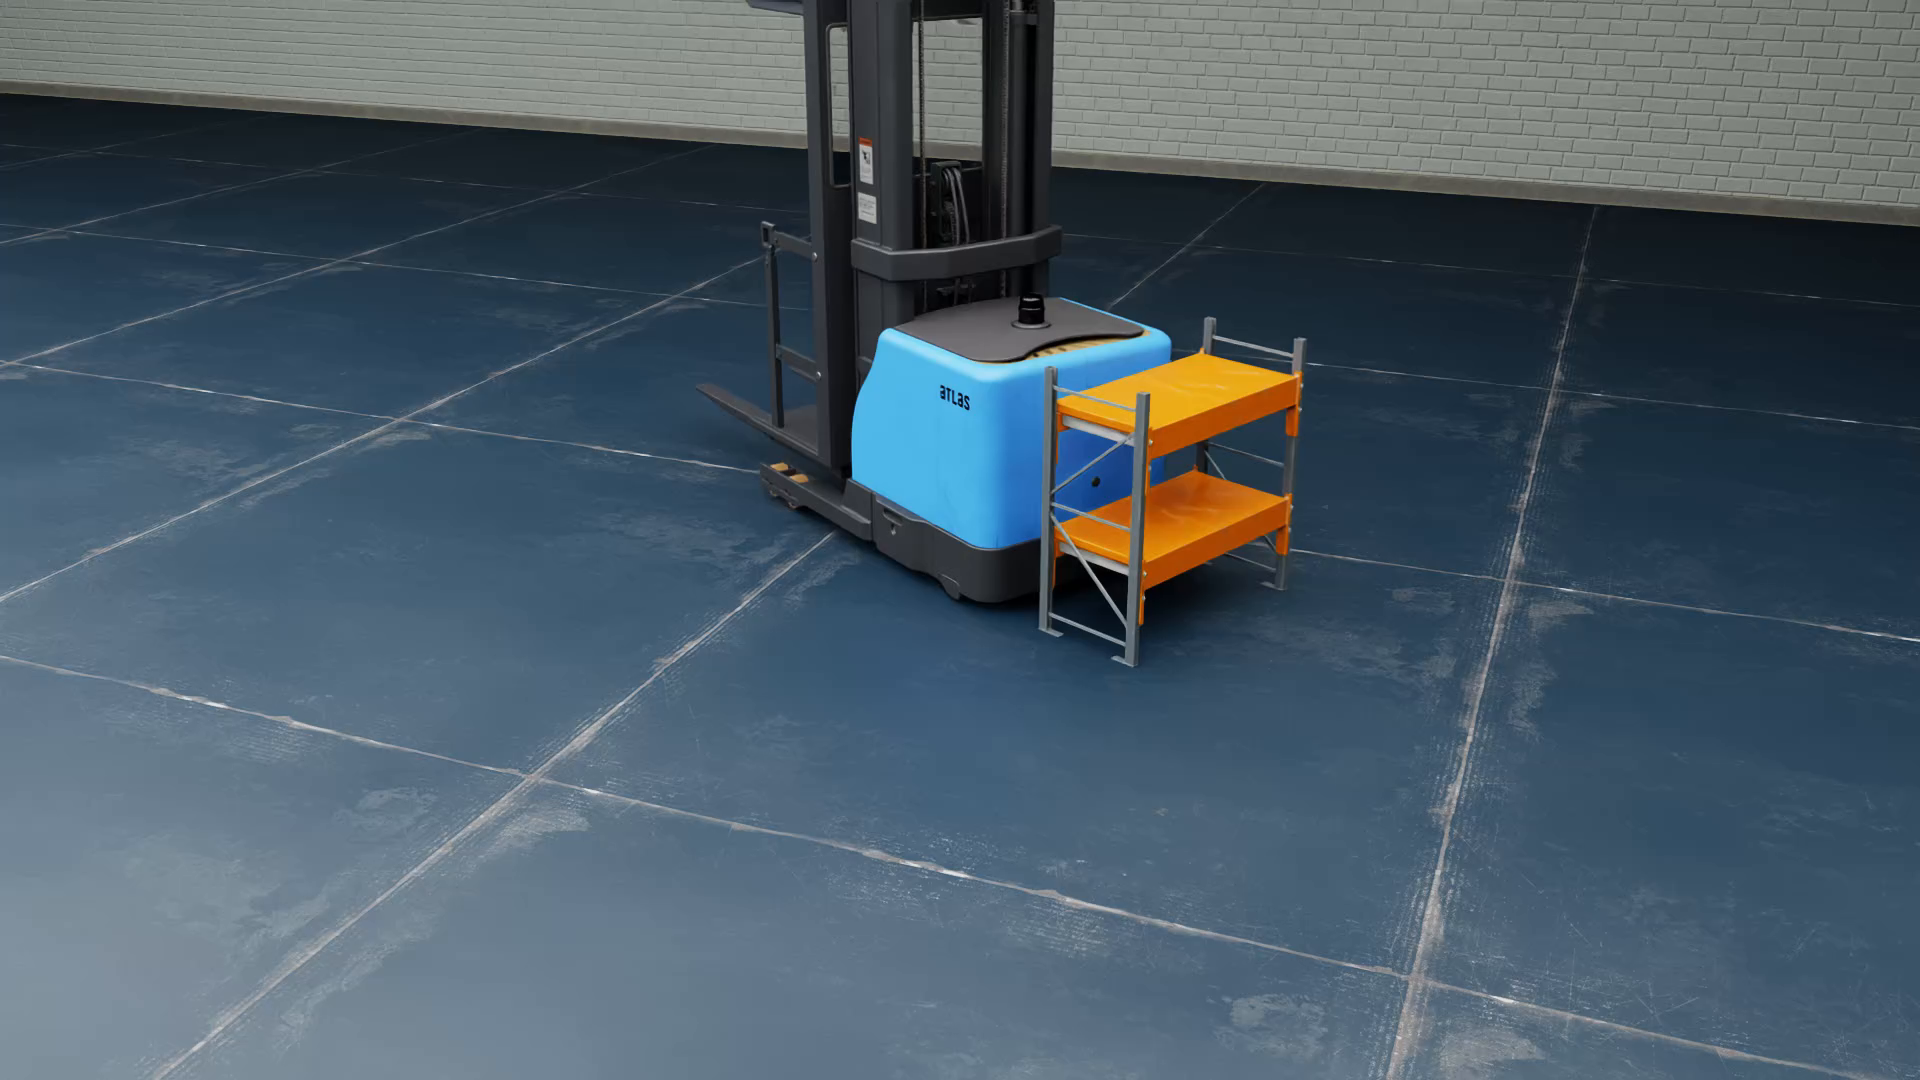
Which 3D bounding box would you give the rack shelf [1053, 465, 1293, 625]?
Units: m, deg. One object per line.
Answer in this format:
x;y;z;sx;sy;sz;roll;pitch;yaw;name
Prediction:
0.873;0.000;6.925;0.538;0.278;1.000;21;31;41;rack shelf

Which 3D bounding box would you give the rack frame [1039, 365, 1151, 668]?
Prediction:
0.515;-0.087;6.497;0.500;1.125;0.032;21;31;41;rack frame

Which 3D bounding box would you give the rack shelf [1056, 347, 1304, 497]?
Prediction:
0.873;-0.496;6.717;0.538;0.278;1.000;21;31;41;rack shelf

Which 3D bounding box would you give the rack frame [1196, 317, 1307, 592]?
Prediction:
1.231;-0.365;7.163;0.500;1.125;0.032;21;31;41;rack frame

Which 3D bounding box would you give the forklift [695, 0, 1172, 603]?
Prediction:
-0.333;-1.601;7.781;1.130;2.935;3.031;-15;27;-32;forklift

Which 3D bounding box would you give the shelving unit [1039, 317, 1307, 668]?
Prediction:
0.873;-0.226;6.830;0.538;1.125;1.048;21;31;41;shelving unit
